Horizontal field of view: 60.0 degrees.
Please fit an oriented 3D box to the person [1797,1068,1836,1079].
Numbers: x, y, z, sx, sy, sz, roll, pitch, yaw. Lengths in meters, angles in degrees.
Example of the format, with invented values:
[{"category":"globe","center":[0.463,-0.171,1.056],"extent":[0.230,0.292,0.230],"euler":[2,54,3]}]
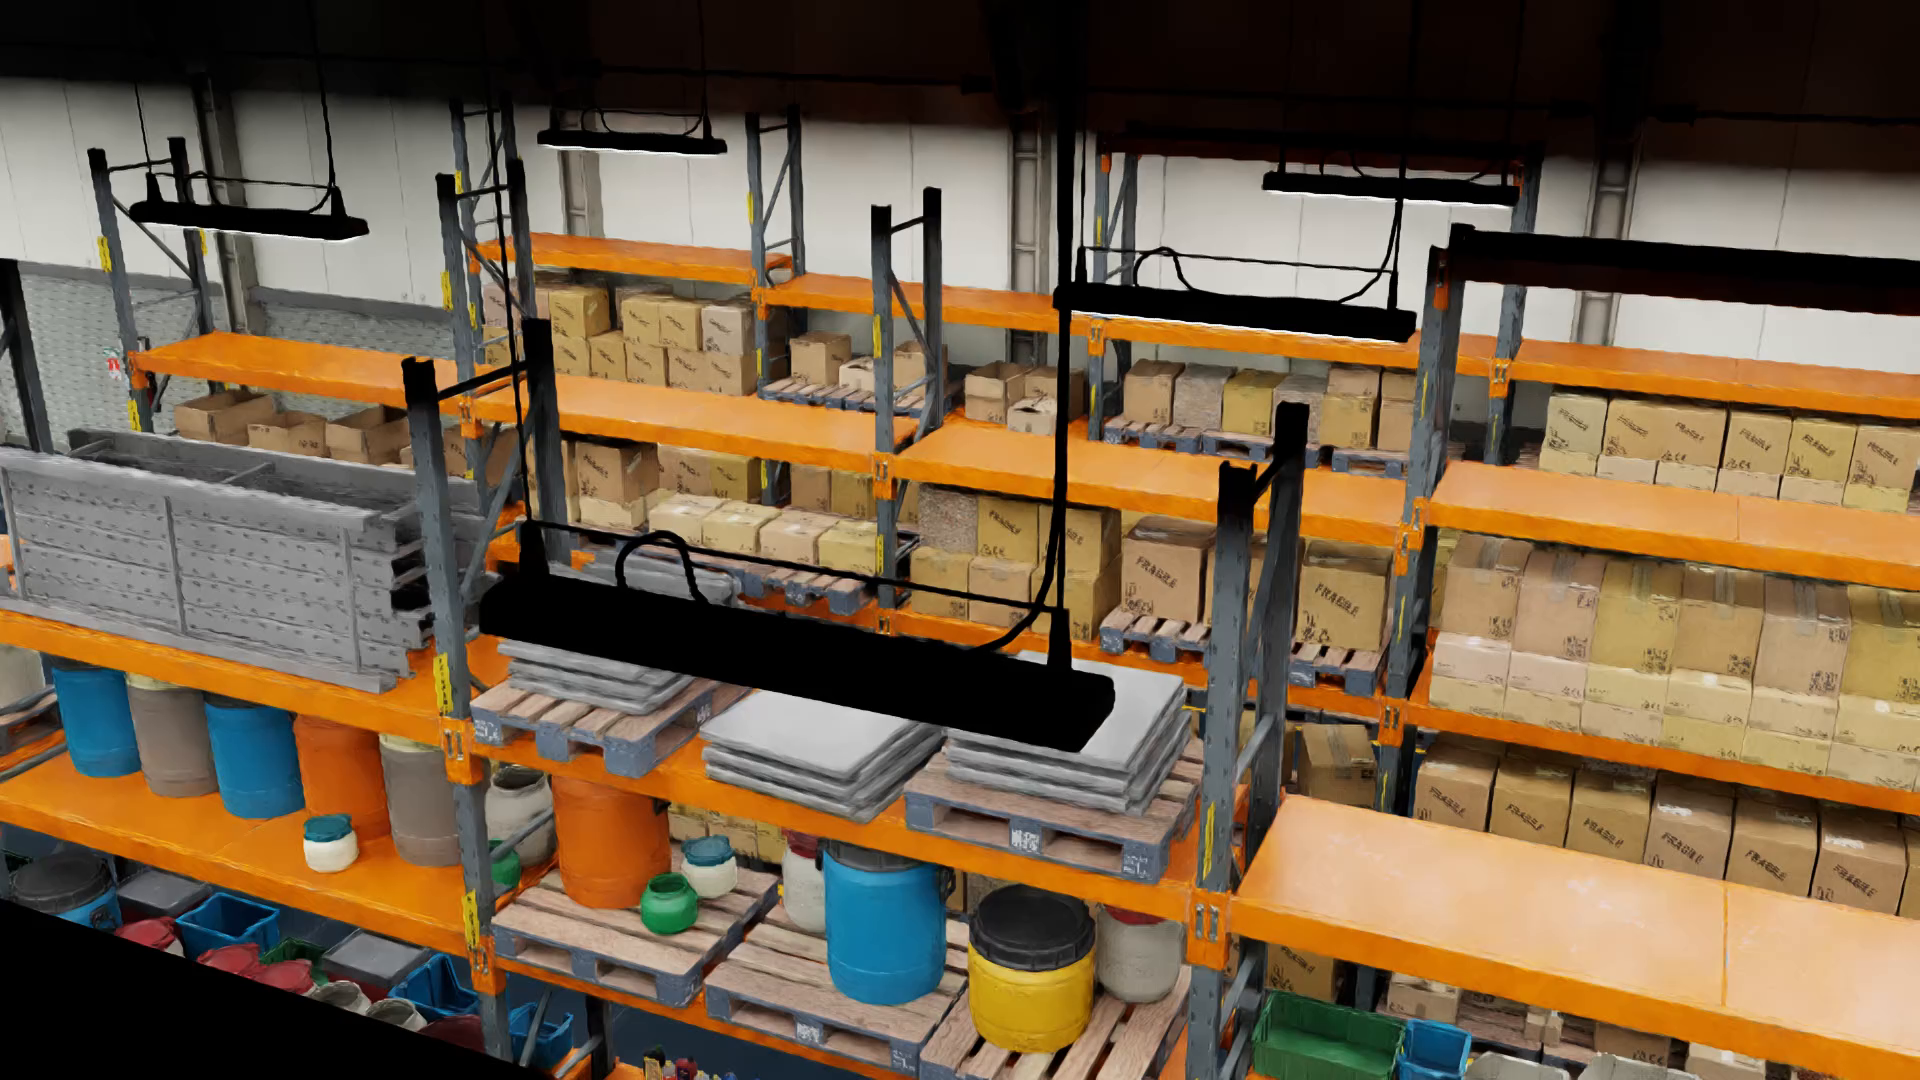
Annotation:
[{"category":"person","center":[5.141,3.835,10.206],"extent":[0.601,1.592,0.458],"euler":[7,22,19]}]
